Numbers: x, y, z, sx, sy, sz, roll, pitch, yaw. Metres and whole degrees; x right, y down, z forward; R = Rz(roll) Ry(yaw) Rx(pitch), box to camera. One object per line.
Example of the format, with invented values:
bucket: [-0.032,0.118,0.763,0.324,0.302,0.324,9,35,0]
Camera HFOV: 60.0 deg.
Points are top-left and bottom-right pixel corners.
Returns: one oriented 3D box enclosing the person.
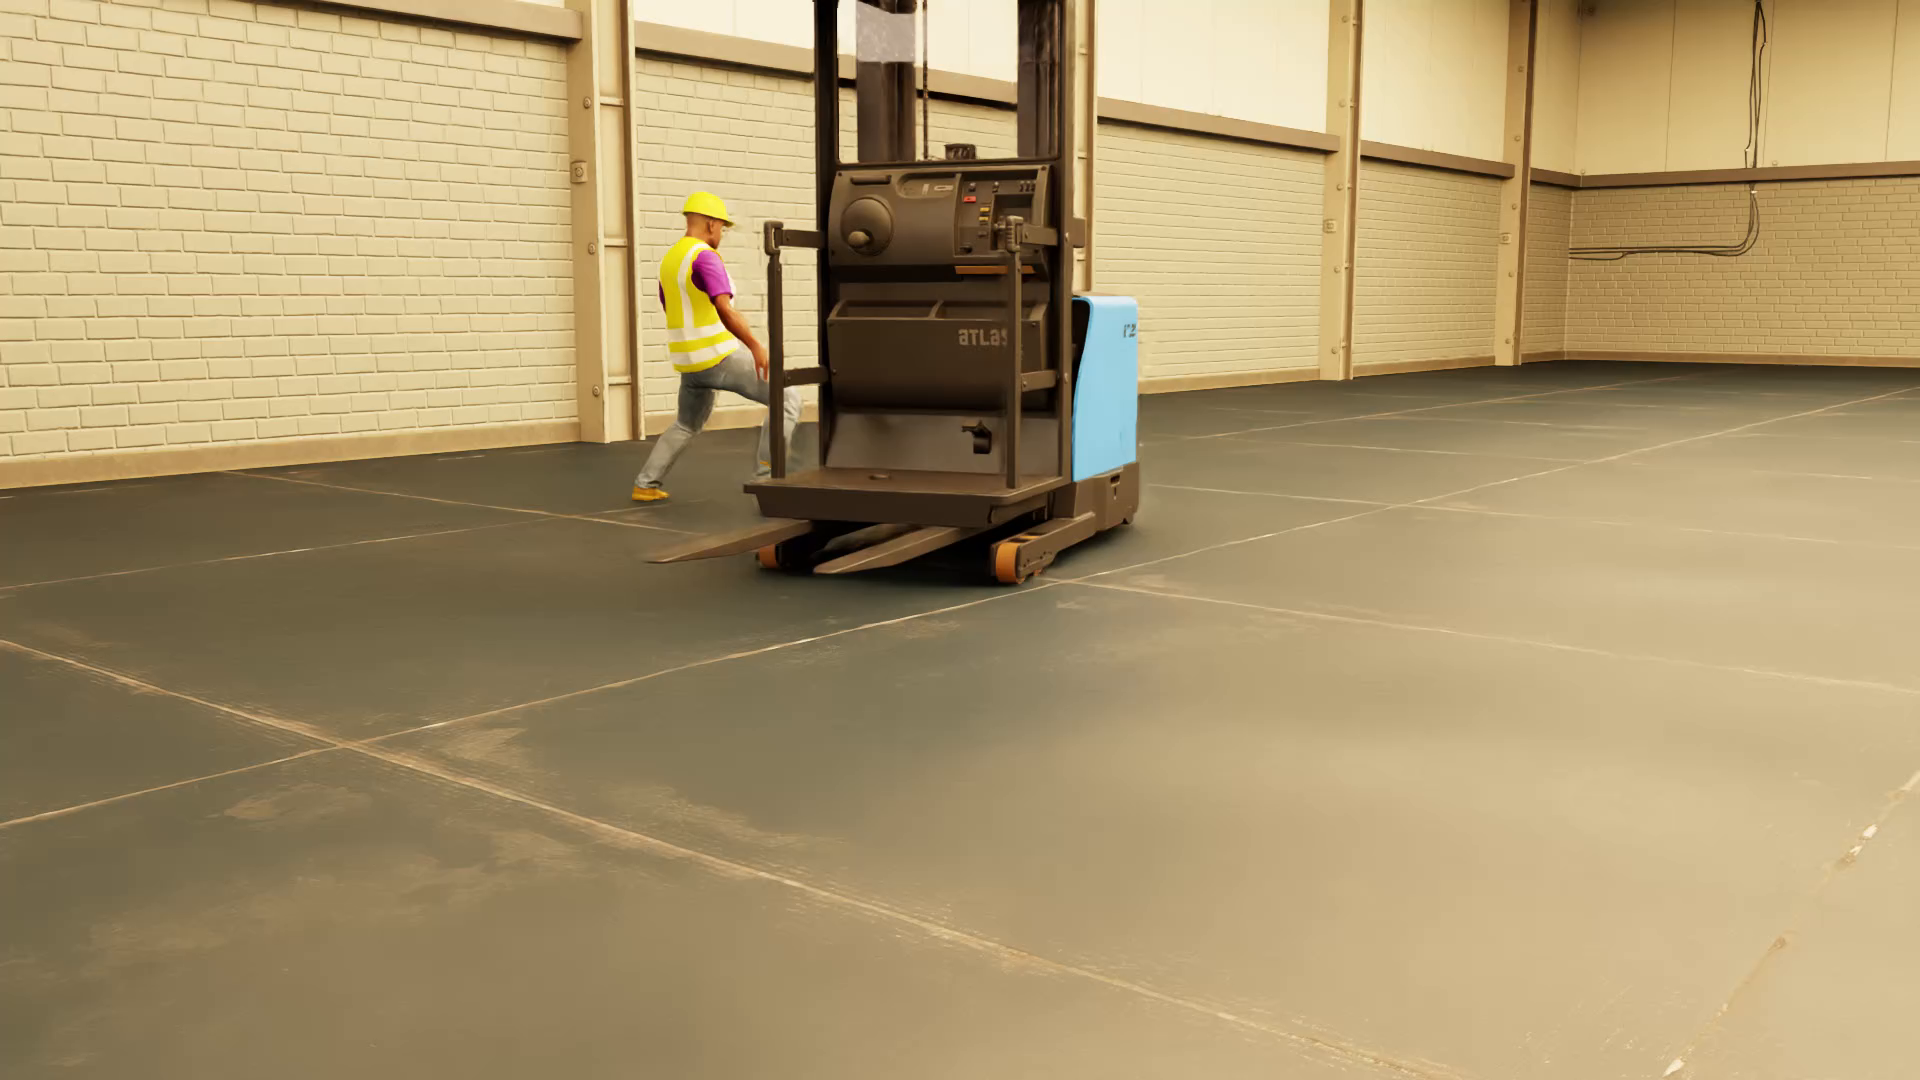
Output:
person: [-1.313,-0.991,8.701,0.720,1.630,1.020,-6,10,-34]

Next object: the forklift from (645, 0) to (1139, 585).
forklift: [-0.166,-1.349,6.499,1.130,2.935,3.031,3,9,21]
